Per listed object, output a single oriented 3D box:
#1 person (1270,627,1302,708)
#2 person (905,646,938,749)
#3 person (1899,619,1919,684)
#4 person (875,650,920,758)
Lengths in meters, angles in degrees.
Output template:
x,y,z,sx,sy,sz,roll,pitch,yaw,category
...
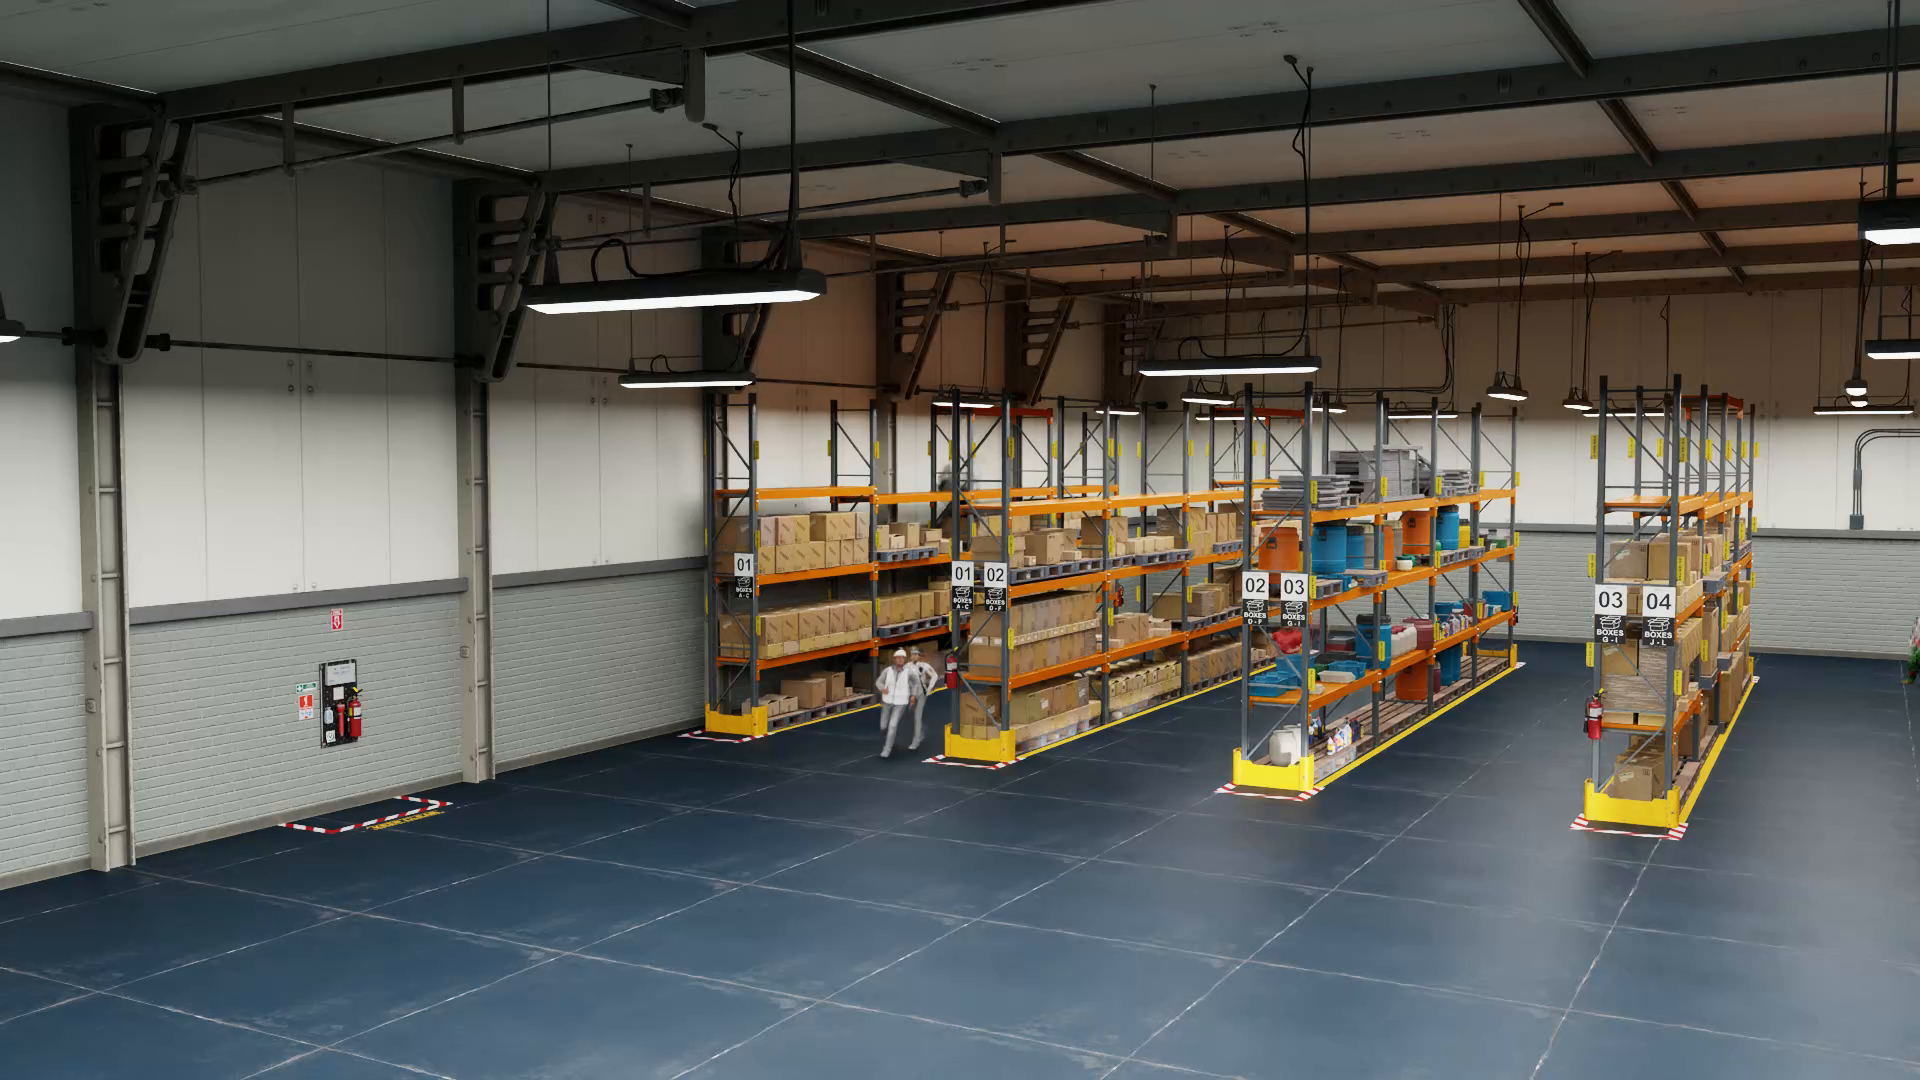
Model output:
x,y,z,sx,sy,sz,roll,pitch,yaw,category
6.380,2.375,32.457,0.678,1.716,0.869,1,3,17,person
-0.732,2.625,28.033,0.653,1.668,0.934,1,3,22,person
20.488,2.250,35.238,0.745,1.693,0.717,0,3,-4,person
-1.055,2.666,27.248,0.716,1.723,0.853,1,3,11,person
